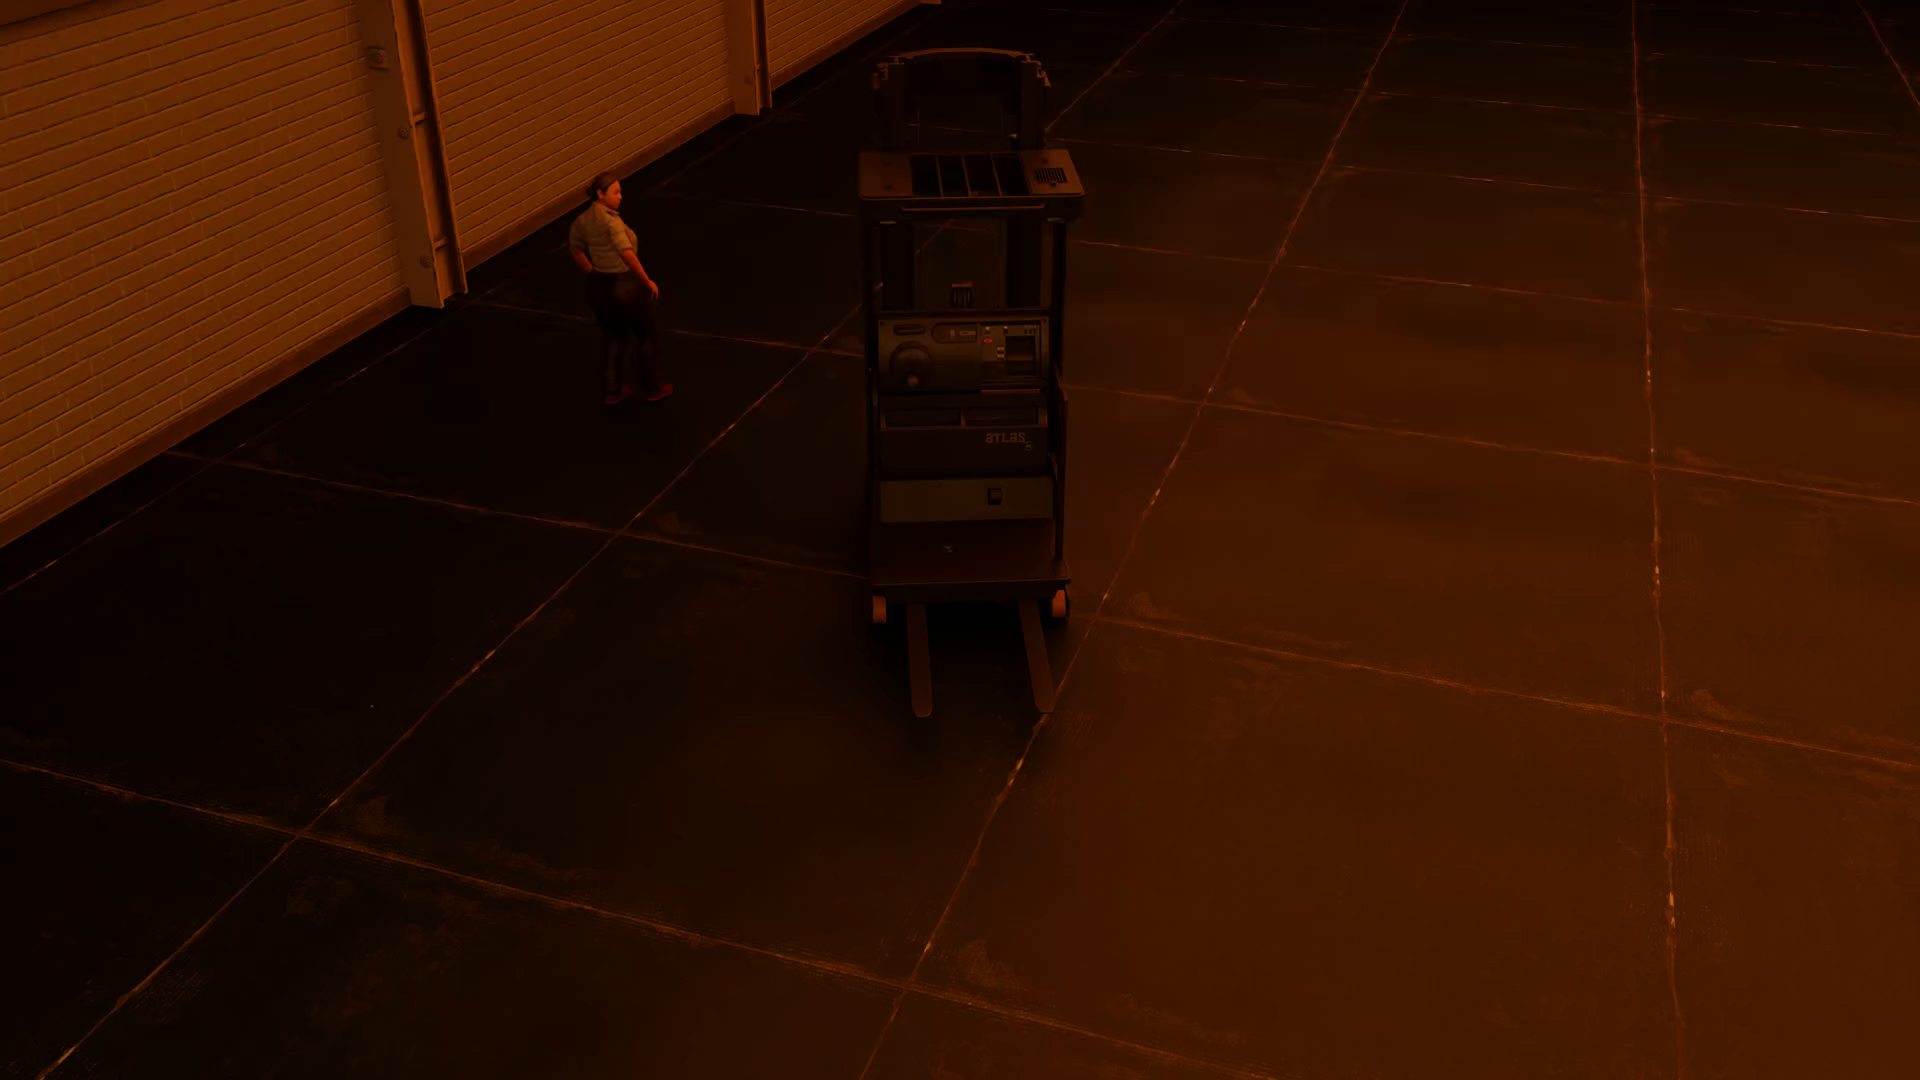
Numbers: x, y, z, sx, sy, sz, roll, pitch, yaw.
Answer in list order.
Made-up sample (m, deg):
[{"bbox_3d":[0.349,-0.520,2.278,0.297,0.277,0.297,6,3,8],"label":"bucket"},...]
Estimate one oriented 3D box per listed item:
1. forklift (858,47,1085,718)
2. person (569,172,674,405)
[{"bbox_3d":[0.035,-0.972,8.842,1.130,2.935,3.031,-2,30,-3],"label":"forklift"},{"bbox_3d":[-2.351,-1.739,11.510,0.680,1.629,0.485,16,33,26],"label":"person"}]
